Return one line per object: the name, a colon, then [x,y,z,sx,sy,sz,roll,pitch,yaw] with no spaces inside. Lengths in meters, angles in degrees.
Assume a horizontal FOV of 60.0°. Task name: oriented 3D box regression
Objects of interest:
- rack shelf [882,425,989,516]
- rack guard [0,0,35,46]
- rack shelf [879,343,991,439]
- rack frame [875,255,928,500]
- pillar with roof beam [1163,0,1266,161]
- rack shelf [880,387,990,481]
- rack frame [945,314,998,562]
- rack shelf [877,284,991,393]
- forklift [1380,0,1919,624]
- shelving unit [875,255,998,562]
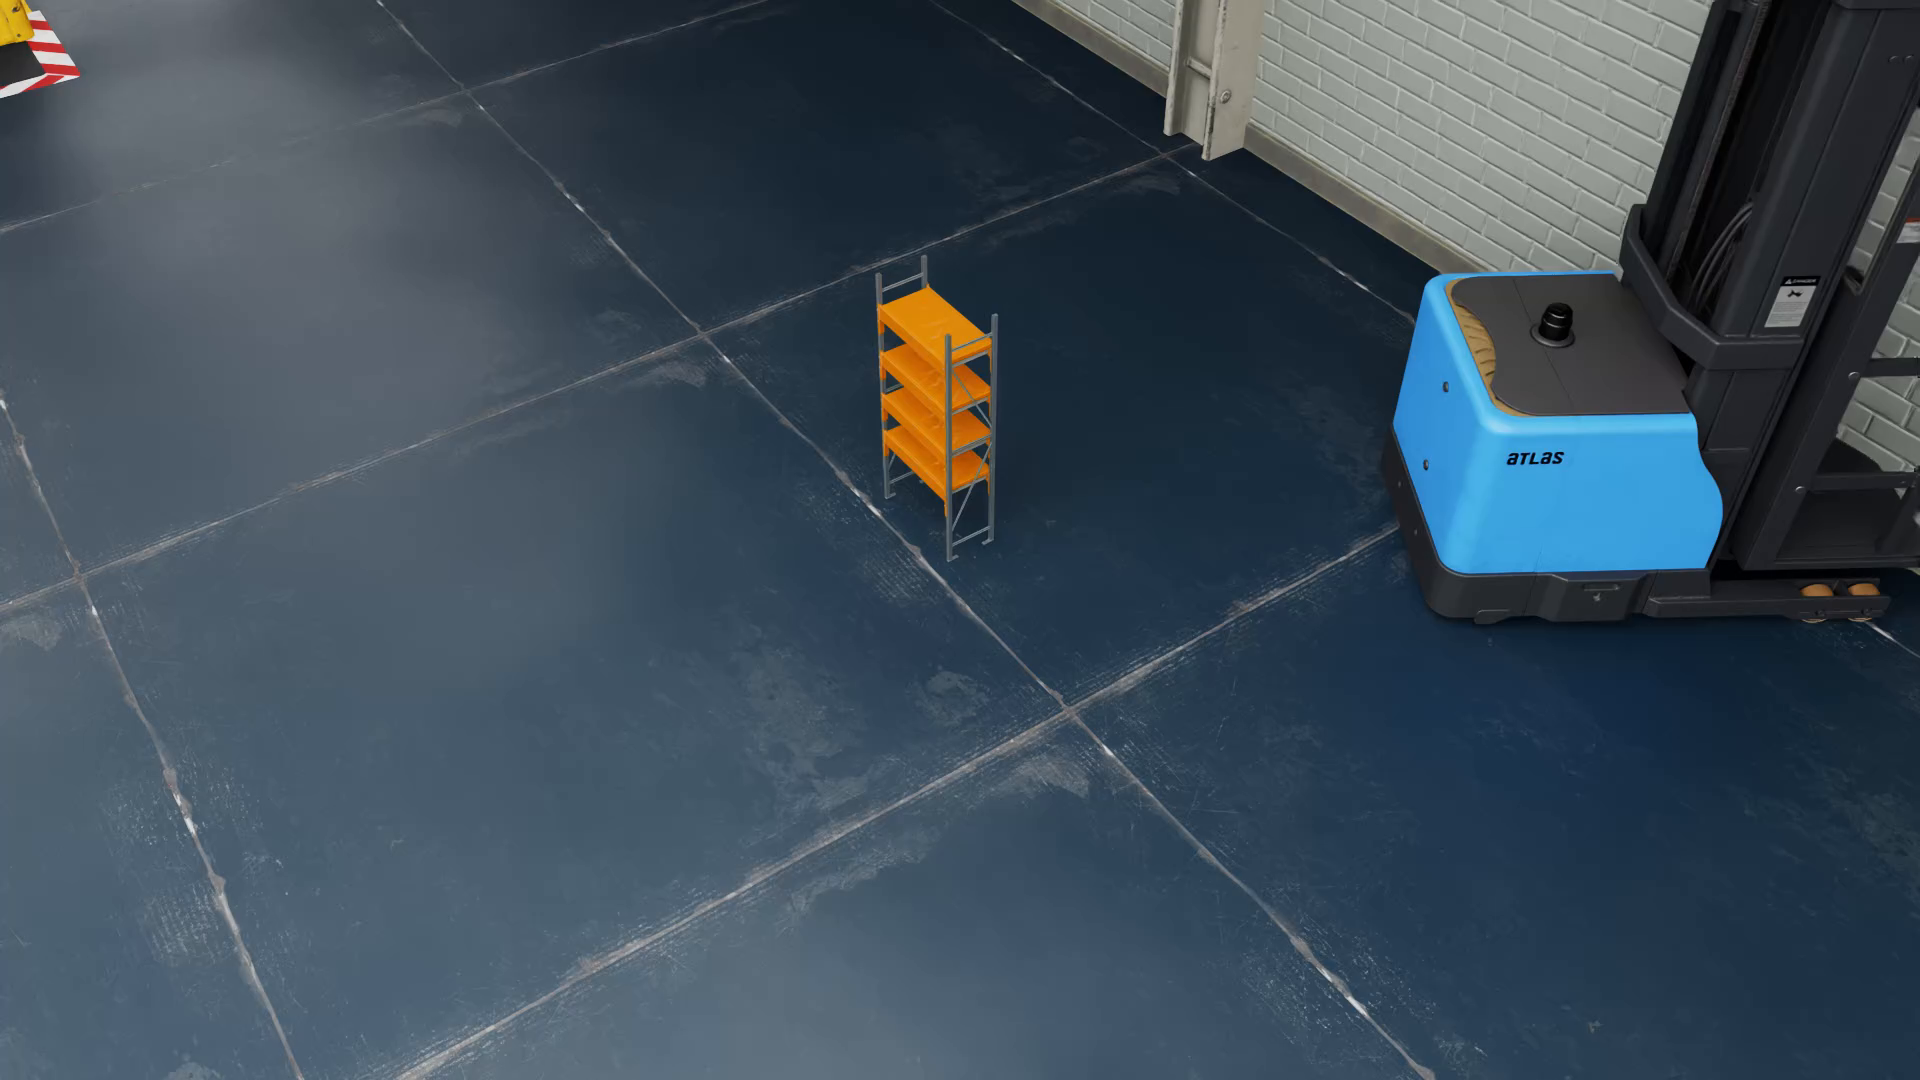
rack shelf: [-0.095,-0.335,7.108,0.258,0.148,0.480,-26,49,-24]
rack guard: [-6.459,-3.249,10.282,1.175,0.500,0.348,-26,49,-24]
rack shelf: [-0.095,-0.641,6.817,0.258,0.148,0.480,-26,49,-24]
rack frame: [-0.234,-0.666,7.070,0.240,1.200,0.015,-26,49,-24]
pillar with roof beam: [-2.104,-3.894,4.803,9.100,9.000,0.400,-26,49,-24]
rack shelf: [-0.095,-0.479,6.971,0.258,0.148,0.480,-26,49,-24]
rack frame: [0.045,-0.390,6.780,0.240,1.200,0.015,-26,49,-24]
rack shelf: [-0.095,-0.812,6.654,0.258,0.148,0.480,-26,49,-24]
forklift: [3.422,-1.085,6.255,3.031,2.935,1.130,-1,44,-1]
shelving unit: [-0.095,-0.528,6.925,0.258,1.200,0.503,-26,49,-24]
